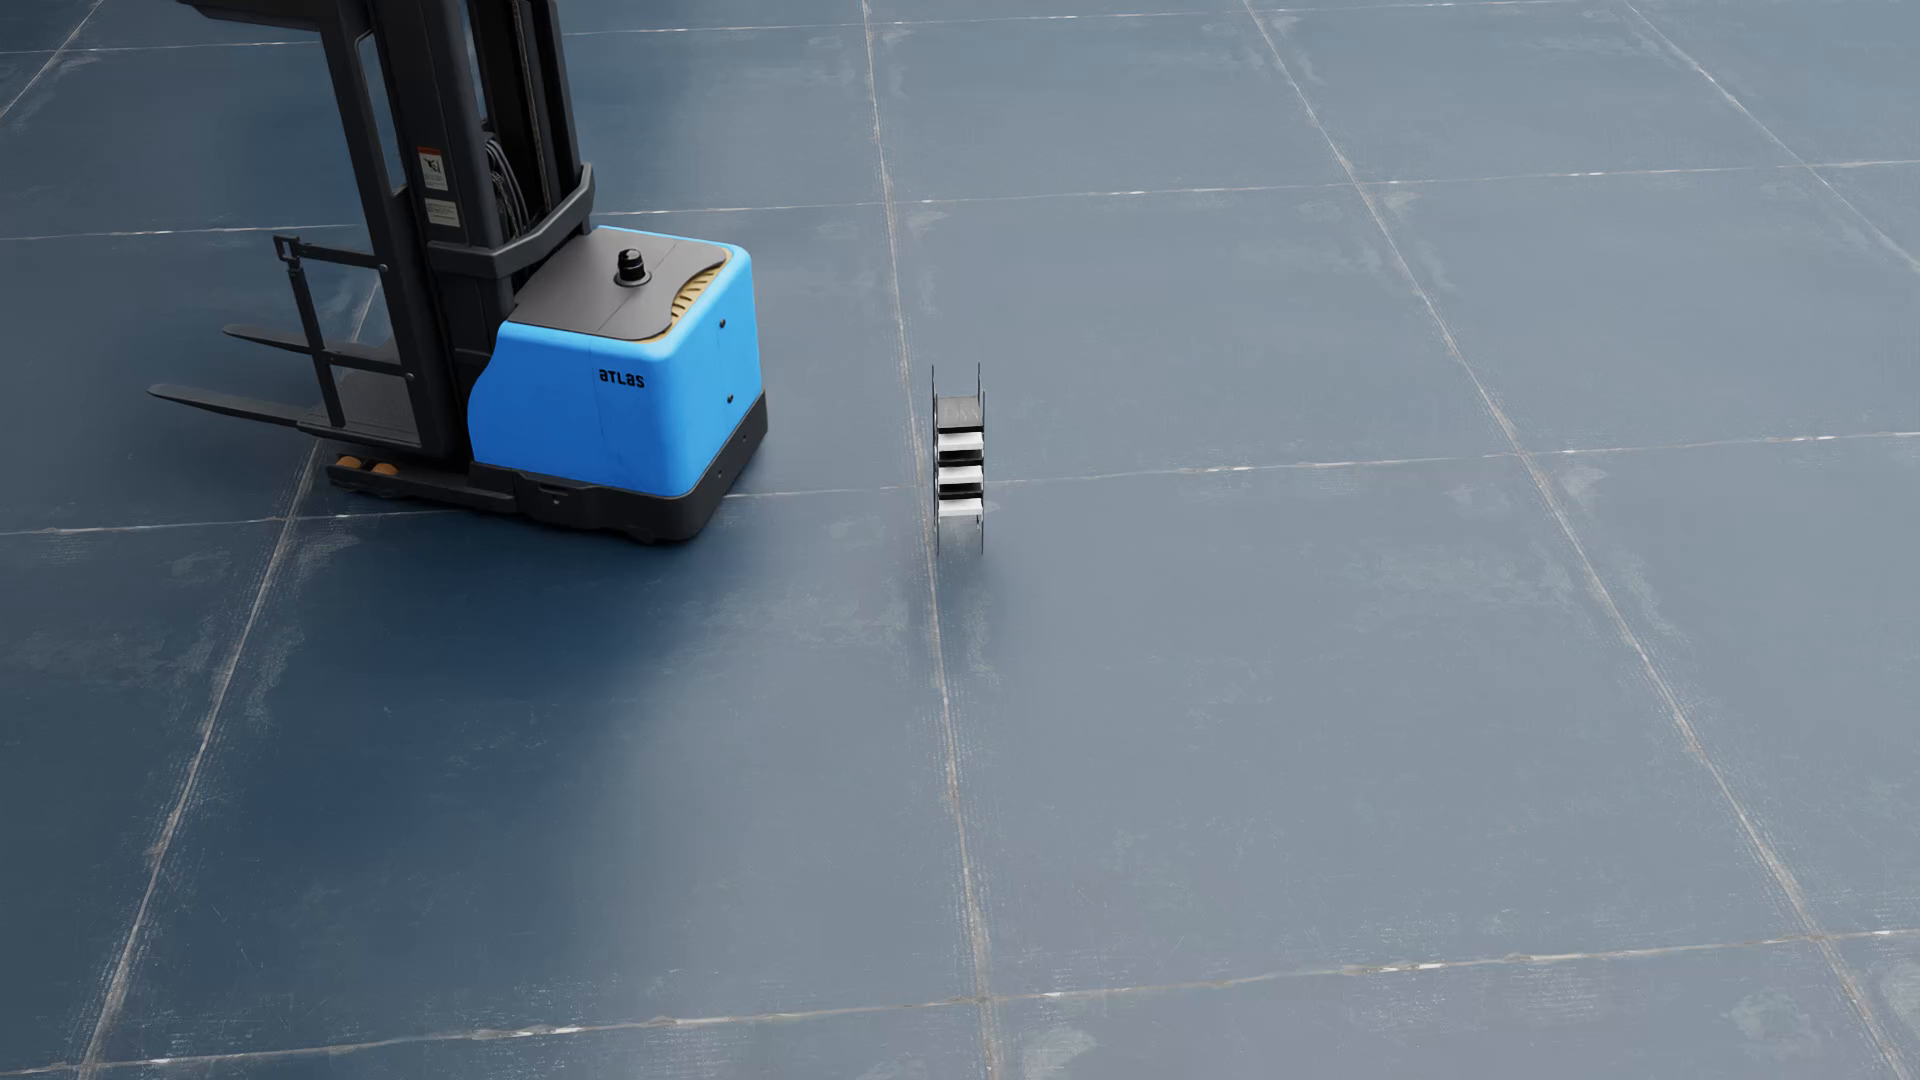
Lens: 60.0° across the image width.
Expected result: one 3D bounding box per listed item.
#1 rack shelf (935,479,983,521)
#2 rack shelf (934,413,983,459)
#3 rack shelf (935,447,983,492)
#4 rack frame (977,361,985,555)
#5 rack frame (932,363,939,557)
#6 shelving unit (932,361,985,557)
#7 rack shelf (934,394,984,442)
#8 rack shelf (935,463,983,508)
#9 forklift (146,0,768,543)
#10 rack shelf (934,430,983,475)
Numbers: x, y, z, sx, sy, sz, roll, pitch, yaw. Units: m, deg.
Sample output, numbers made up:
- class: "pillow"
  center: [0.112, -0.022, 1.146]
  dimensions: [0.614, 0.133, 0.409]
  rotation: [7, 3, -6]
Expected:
- class: "rack shelf"
  center: [-0.008, -0.185, 7.603]
  dimensions: [0.200, 0.077, 0.258]
  rotation: [-3, 38, -4]
- class: "rack shelf"
  center: [-0.008, -0.468, 7.380]
  dimensions: [0.200, 0.077, 0.258]
  rotation: [-3, 38, -4]
- class: "rack shelf"
  center: [-0.008, -0.327, 7.491]
  dimensions: [0.200, 0.077, 0.258]
  rotation: [-3, 38, -4]
- class: "rack frame"
  center: [0.093, -0.358, 7.478]
  dimensions: [0.006, 0.900, 0.240]
  rotation: [-3, 38, -4]
- class: "rack frame"
  center: [-0.109, -0.347, 7.464]
  dimensions: [0.006, 0.900, 0.240]
  rotation: [-3, 38, -4]
- class: "shelving unit"
  center: [-0.008, -0.353, 7.471]
  dimensions: [0.210, 0.900, 0.258]
  rotation: [-3, 38, -4]
- class: "rack shelf"
  center: [-0.008, -0.539, 7.324]
  dimensions: [0.200, 0.077, 0.258]
  rotation: [-3, 38, -4]
- class: "rack shelf"
  center: [-0.008, -0.256, 7.547]
  dimensions: [0.200, 0.077, 0.258]
  rotation: [-3, 38, -4]
- class: "forklift"
  center: [-2.537, -1.654, 7.480]
  dimensions: [3.031, 2.935, 1.130]
  rotation: [10, 39, 13]
- class: "rack shelf"
  center: [-0.008, -0.397, 7.436]
  dimensions: [0.200, 0.077, 0.258]
  rotation: [-3, 38, -4]
